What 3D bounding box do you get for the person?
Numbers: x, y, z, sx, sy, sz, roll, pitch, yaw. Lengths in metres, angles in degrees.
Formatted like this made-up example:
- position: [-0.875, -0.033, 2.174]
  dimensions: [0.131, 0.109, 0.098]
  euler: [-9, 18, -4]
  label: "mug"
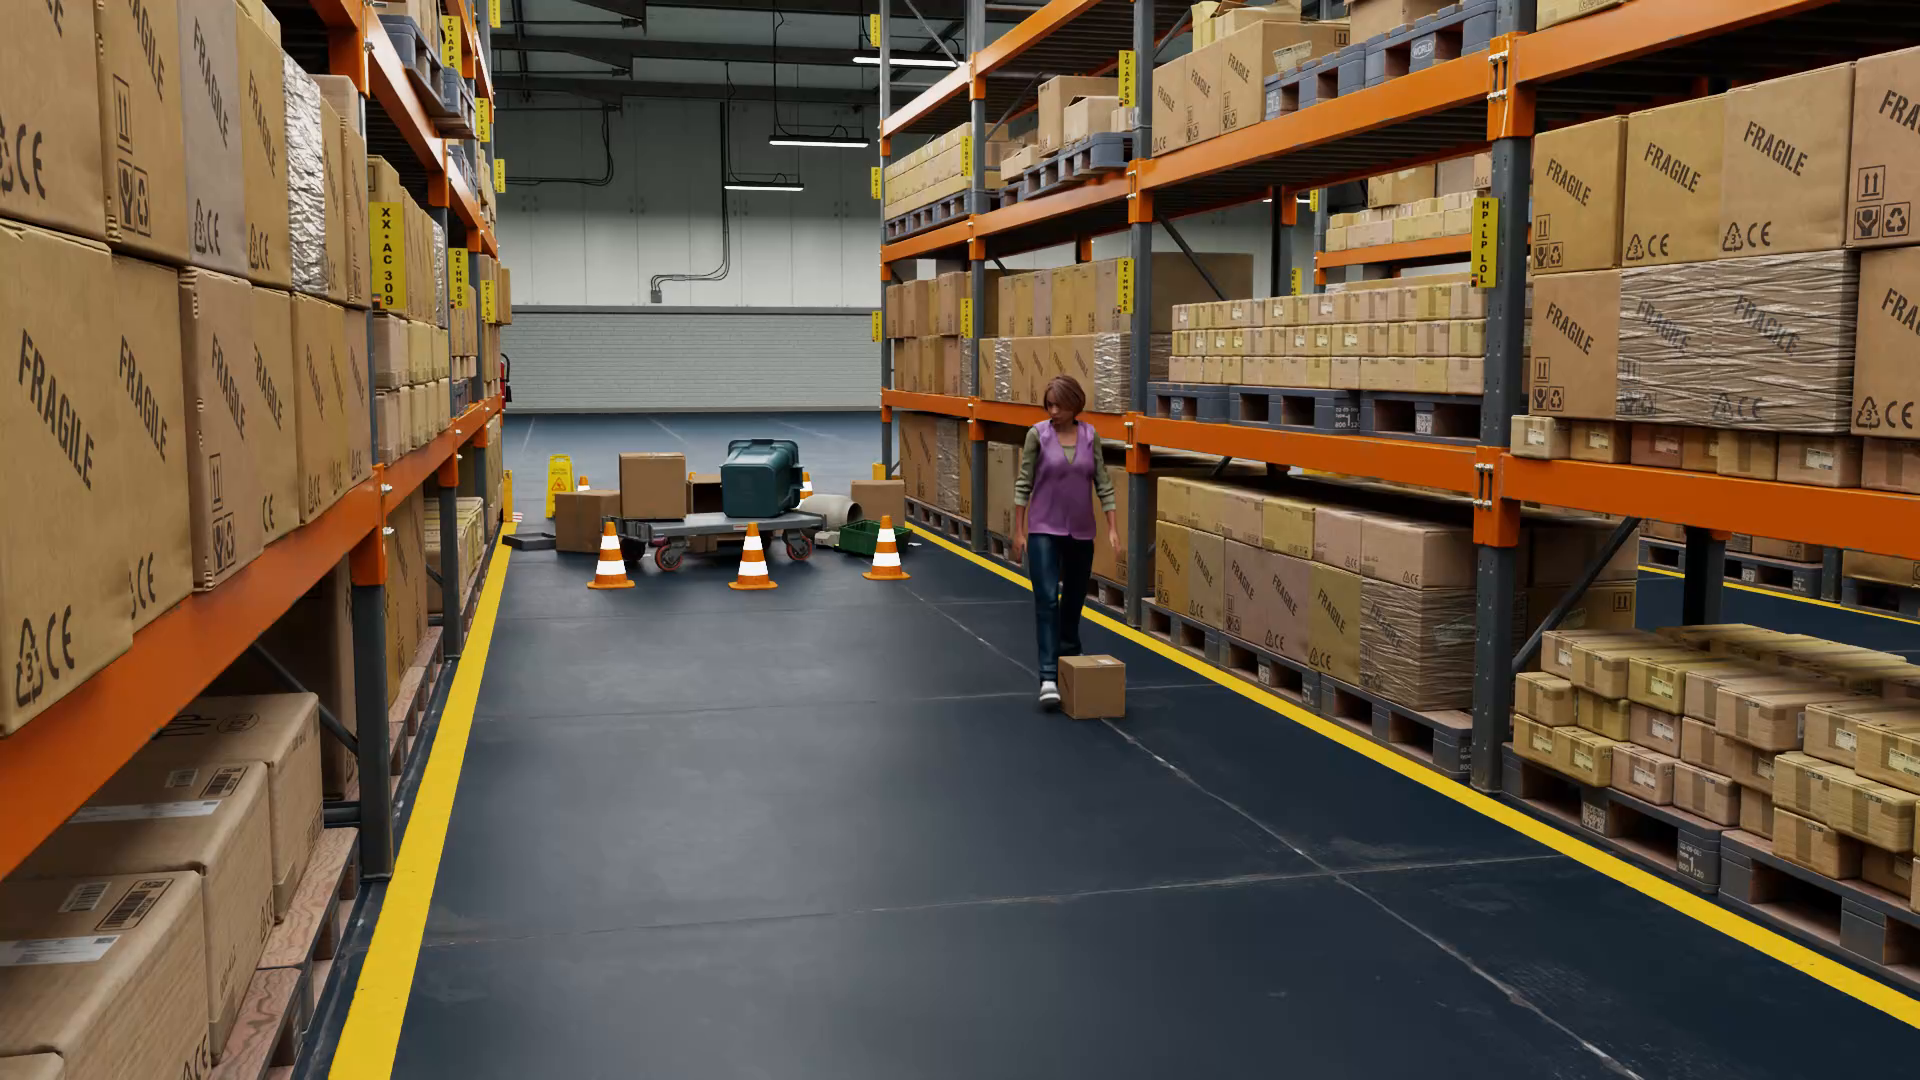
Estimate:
- position: [0.537, -0.026, 8.140]
  dimensions: [0.561, 1.547, 0.824]
  euler: [-2, 7, -18]
  label: "person"
